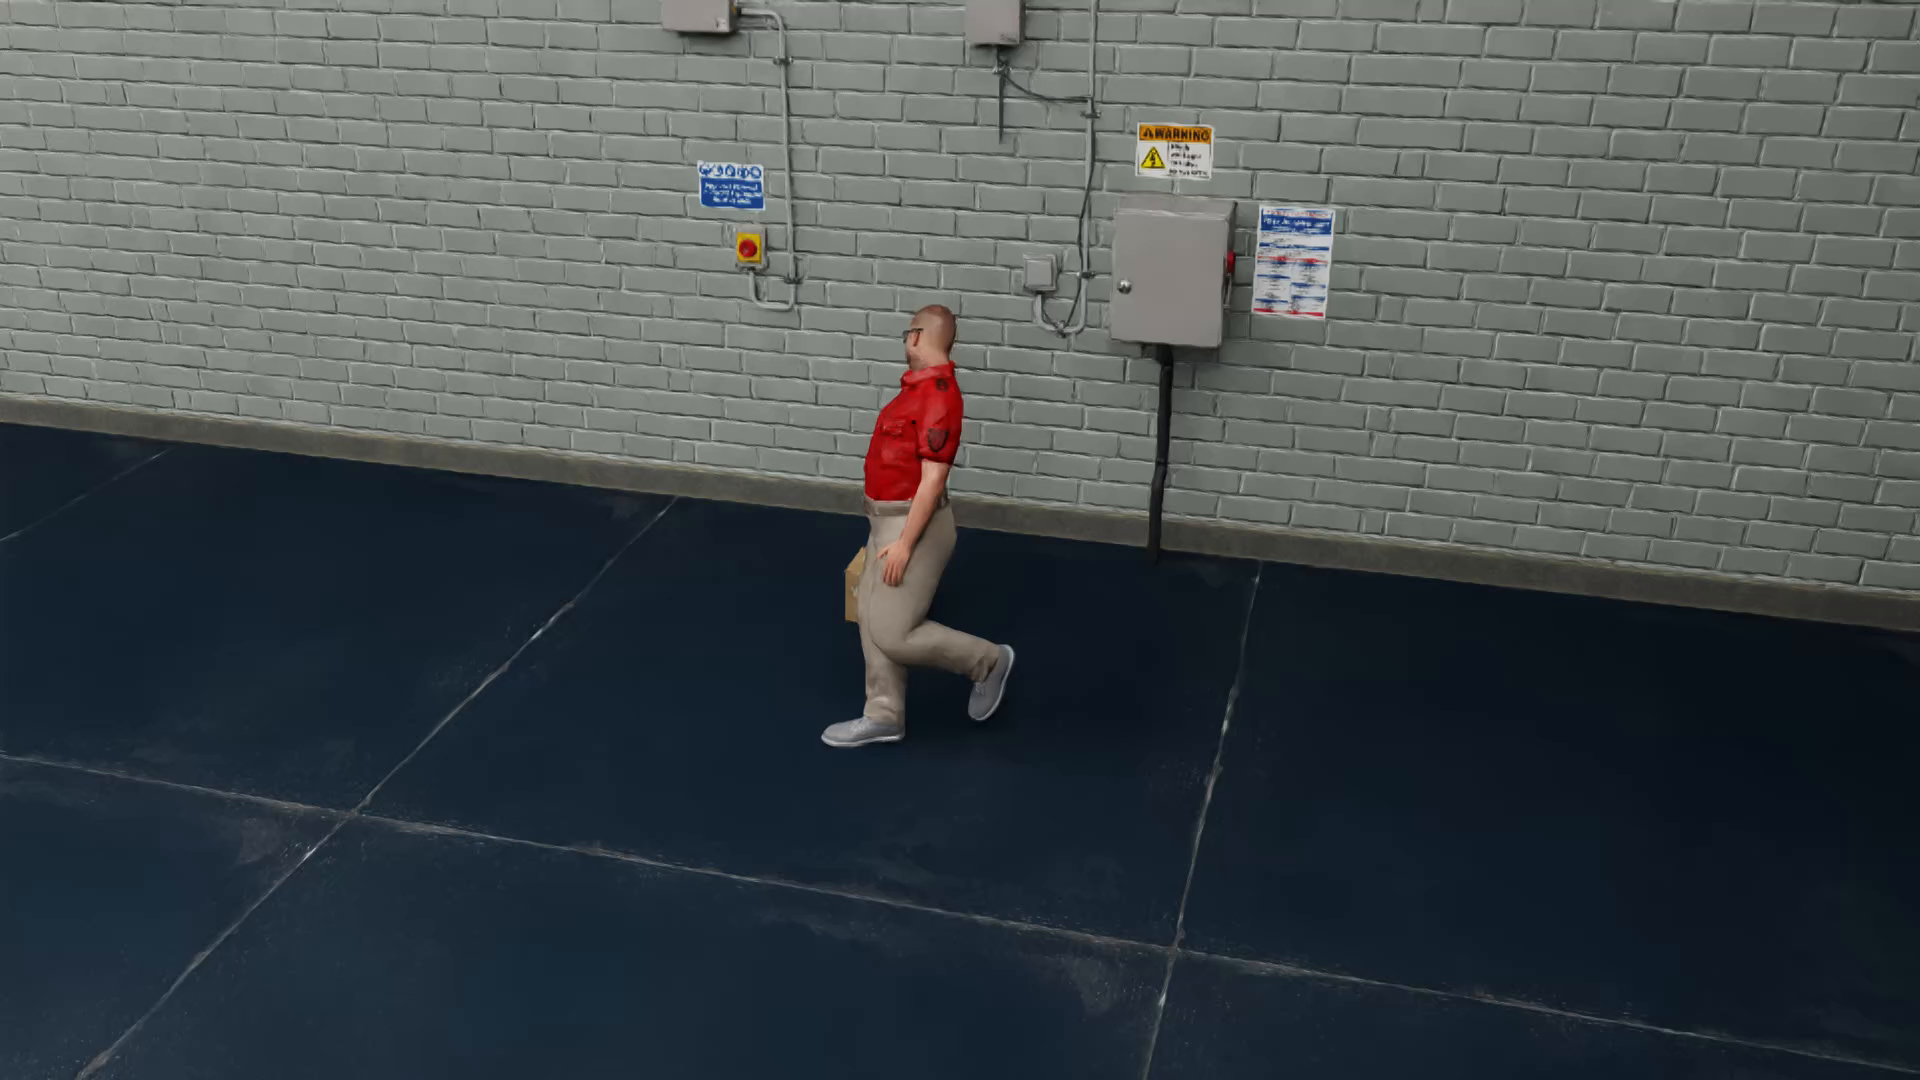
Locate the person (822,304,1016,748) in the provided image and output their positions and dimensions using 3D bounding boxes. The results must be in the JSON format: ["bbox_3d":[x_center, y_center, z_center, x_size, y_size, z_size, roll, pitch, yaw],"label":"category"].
[{"bbox_3d":[-0.178,-0.038,6.268,0.755,1.666,0.614,-3,25,-7],"label":"person"}]
